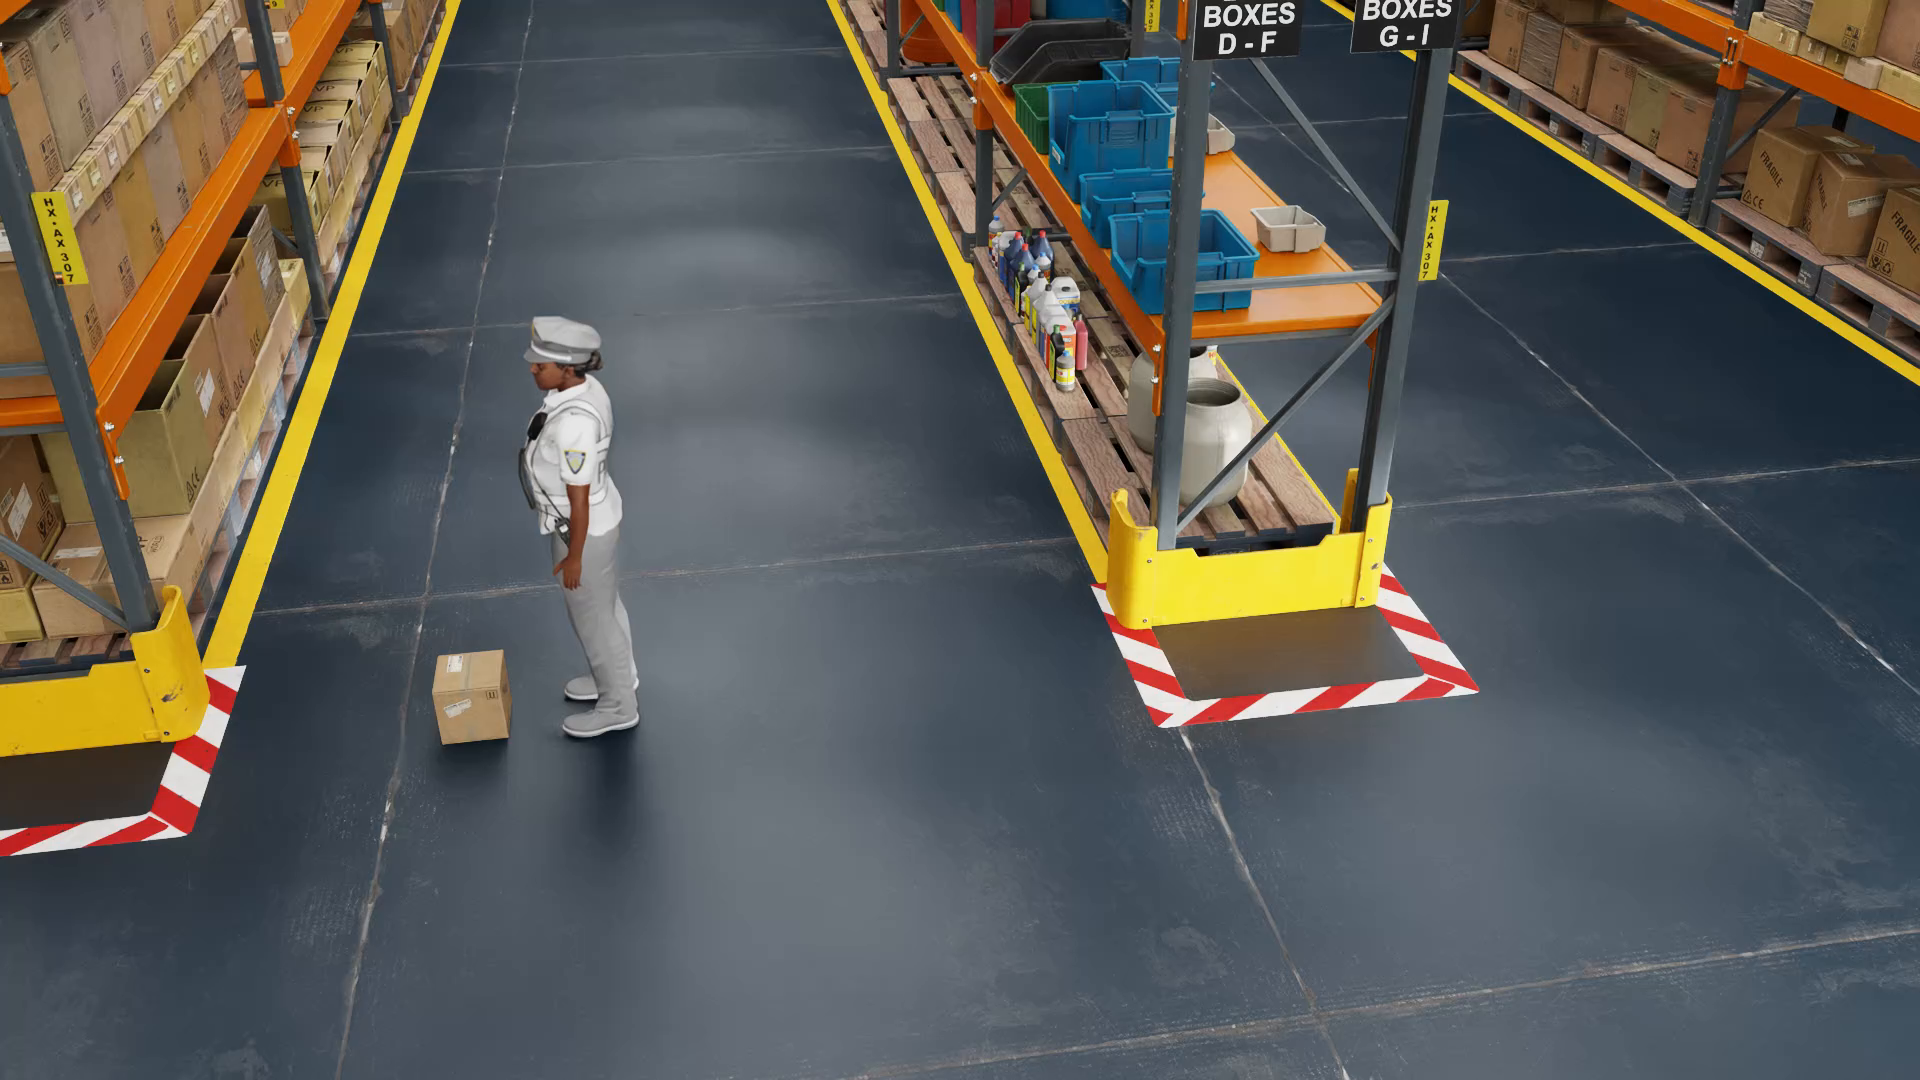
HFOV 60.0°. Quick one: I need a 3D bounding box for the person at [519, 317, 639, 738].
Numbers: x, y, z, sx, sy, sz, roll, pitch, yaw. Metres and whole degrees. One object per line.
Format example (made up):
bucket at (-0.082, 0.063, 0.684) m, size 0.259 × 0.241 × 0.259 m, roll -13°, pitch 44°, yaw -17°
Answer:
person at (-1.416, -0.039, 6.178) m, size 0.336 × 1.686 × 0.443 m, roll -4°, pitch 31°, yaw -7°
